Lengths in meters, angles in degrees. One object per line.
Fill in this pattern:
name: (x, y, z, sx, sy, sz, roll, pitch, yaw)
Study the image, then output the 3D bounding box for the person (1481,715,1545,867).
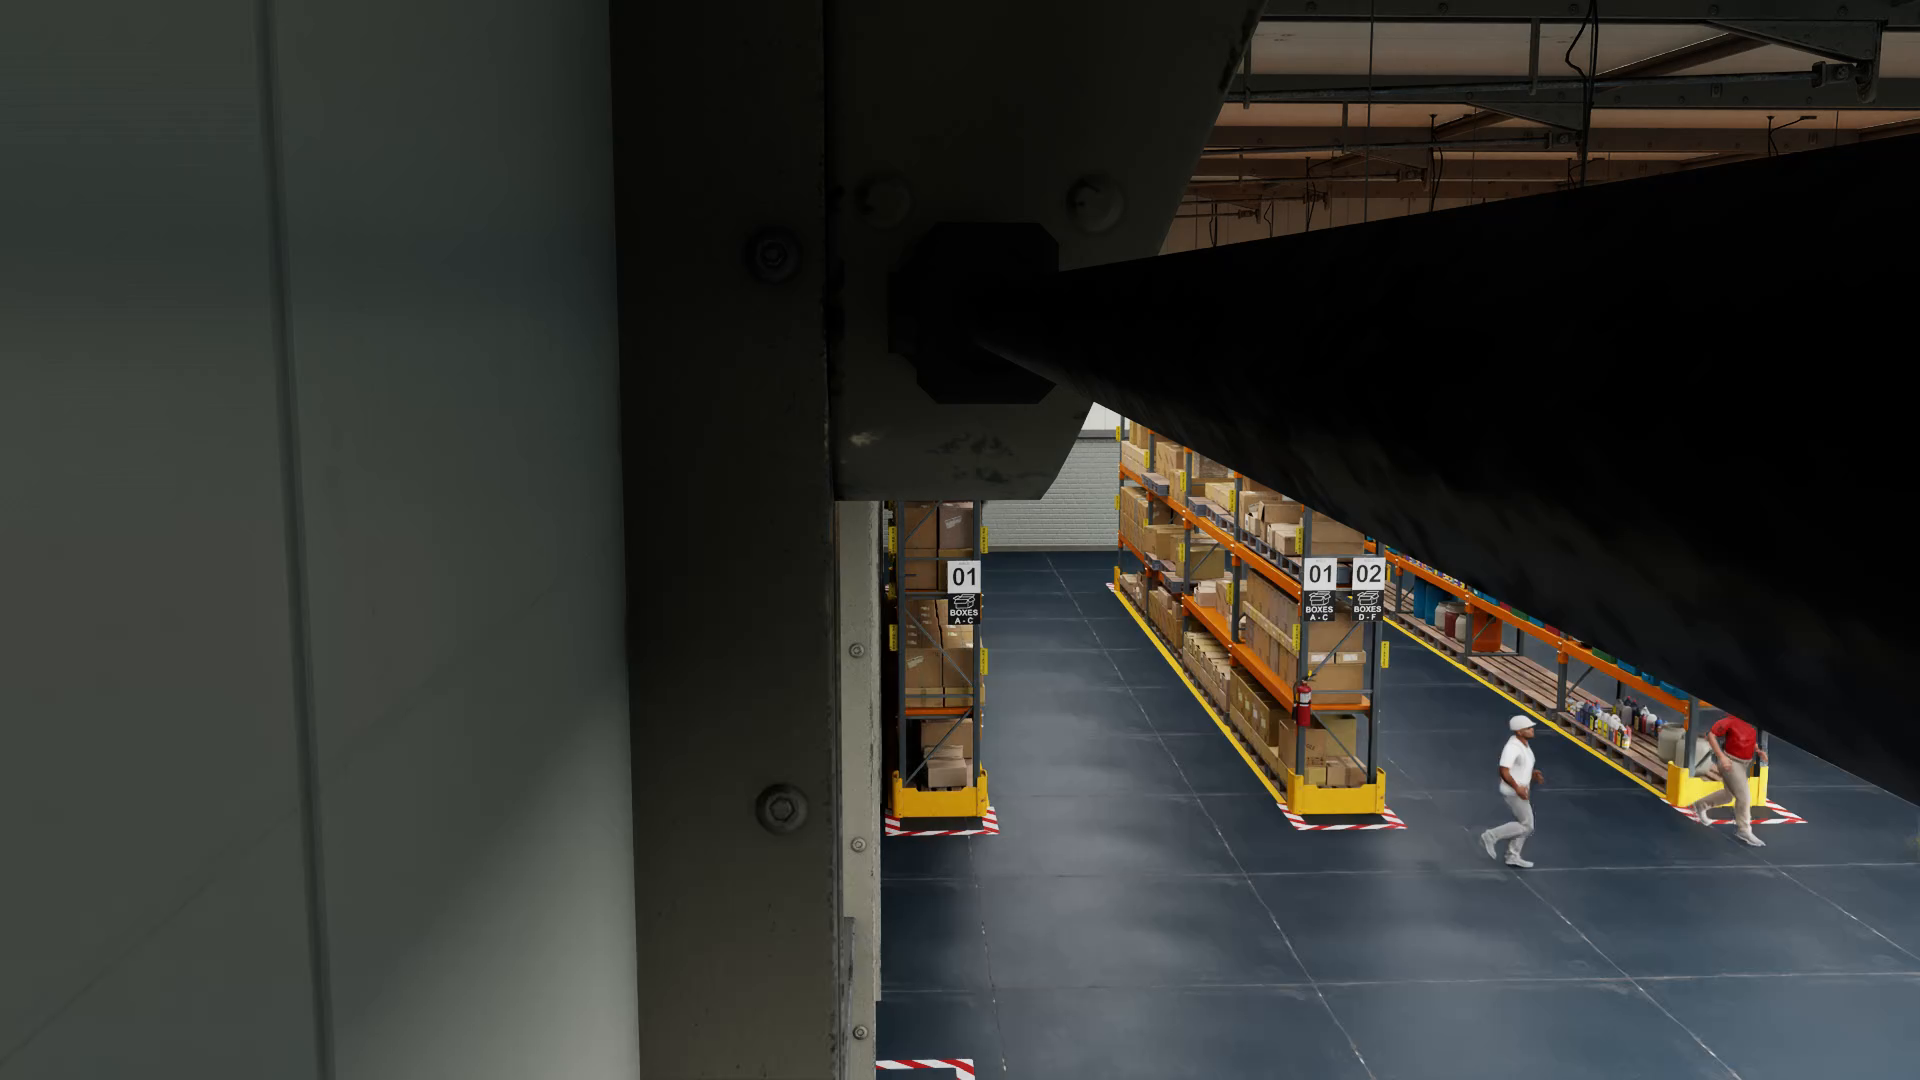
person: (6.222, 2.806, 18.685, 0.632, 1.734, 0.688, 4, 9, 23)

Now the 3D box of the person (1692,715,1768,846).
person: (9.142, 2.676, 19.658, 0.637, 1.731, 0.881, -7, 11, -41)
